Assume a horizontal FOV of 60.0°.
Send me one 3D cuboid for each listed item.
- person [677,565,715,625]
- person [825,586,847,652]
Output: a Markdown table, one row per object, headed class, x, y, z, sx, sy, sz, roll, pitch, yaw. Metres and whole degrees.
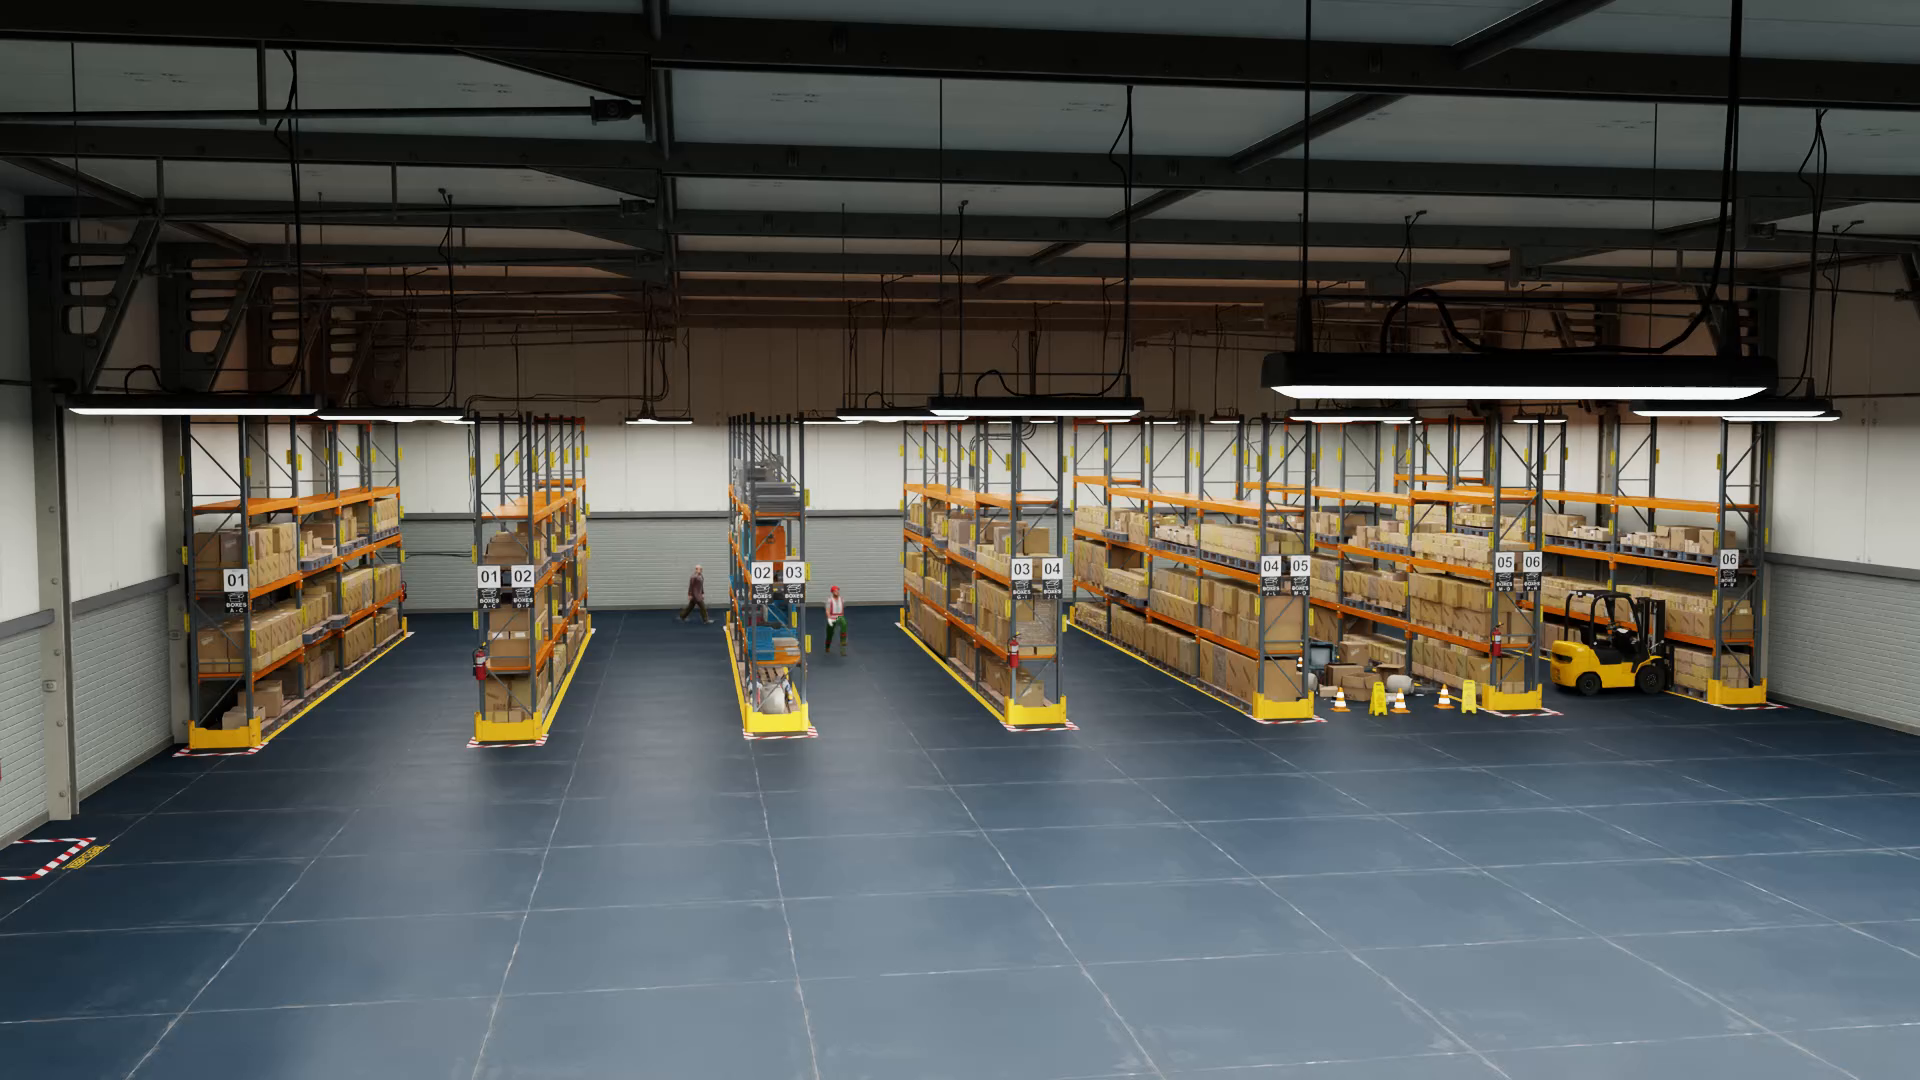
| class | x | y | z | sx | sy | sz | roll | pitch | yaw |
| --- | --- | --- | --- | --- | --- | --- | --- | --- | --- |
| person | -7.646 | 1.585 | 48.313 | 1.171 | 1.715 | 0.564 | 1 | 4 | 9 |
| person | -3.101 | 1.997 | 41.448 | 0.509 | 1.697 | 1.063 | -1 | 4 | -19 |
